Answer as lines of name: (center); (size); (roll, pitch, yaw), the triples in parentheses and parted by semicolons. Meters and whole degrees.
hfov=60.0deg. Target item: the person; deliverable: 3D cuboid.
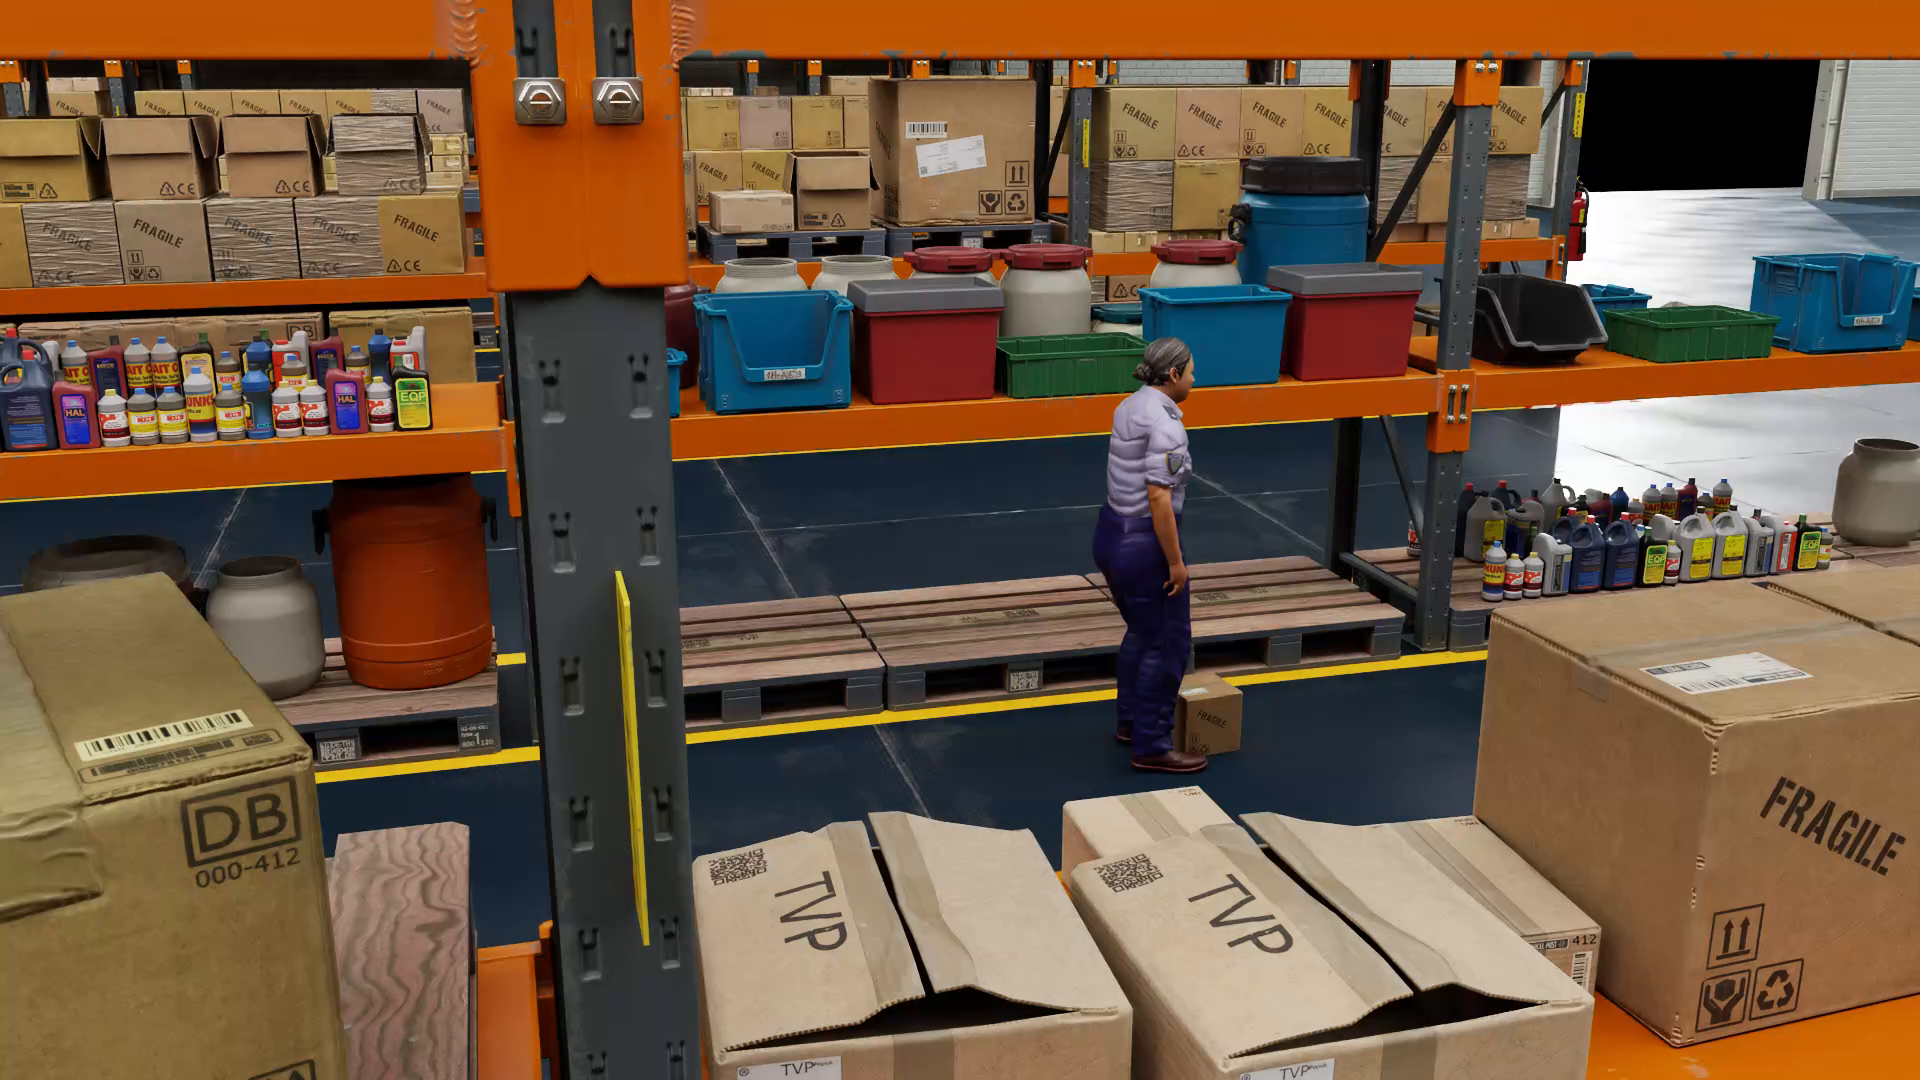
person: (0.744, 0.046, 6.395); (0.419, 1.647, 0.537); (-5, 17, -16)
